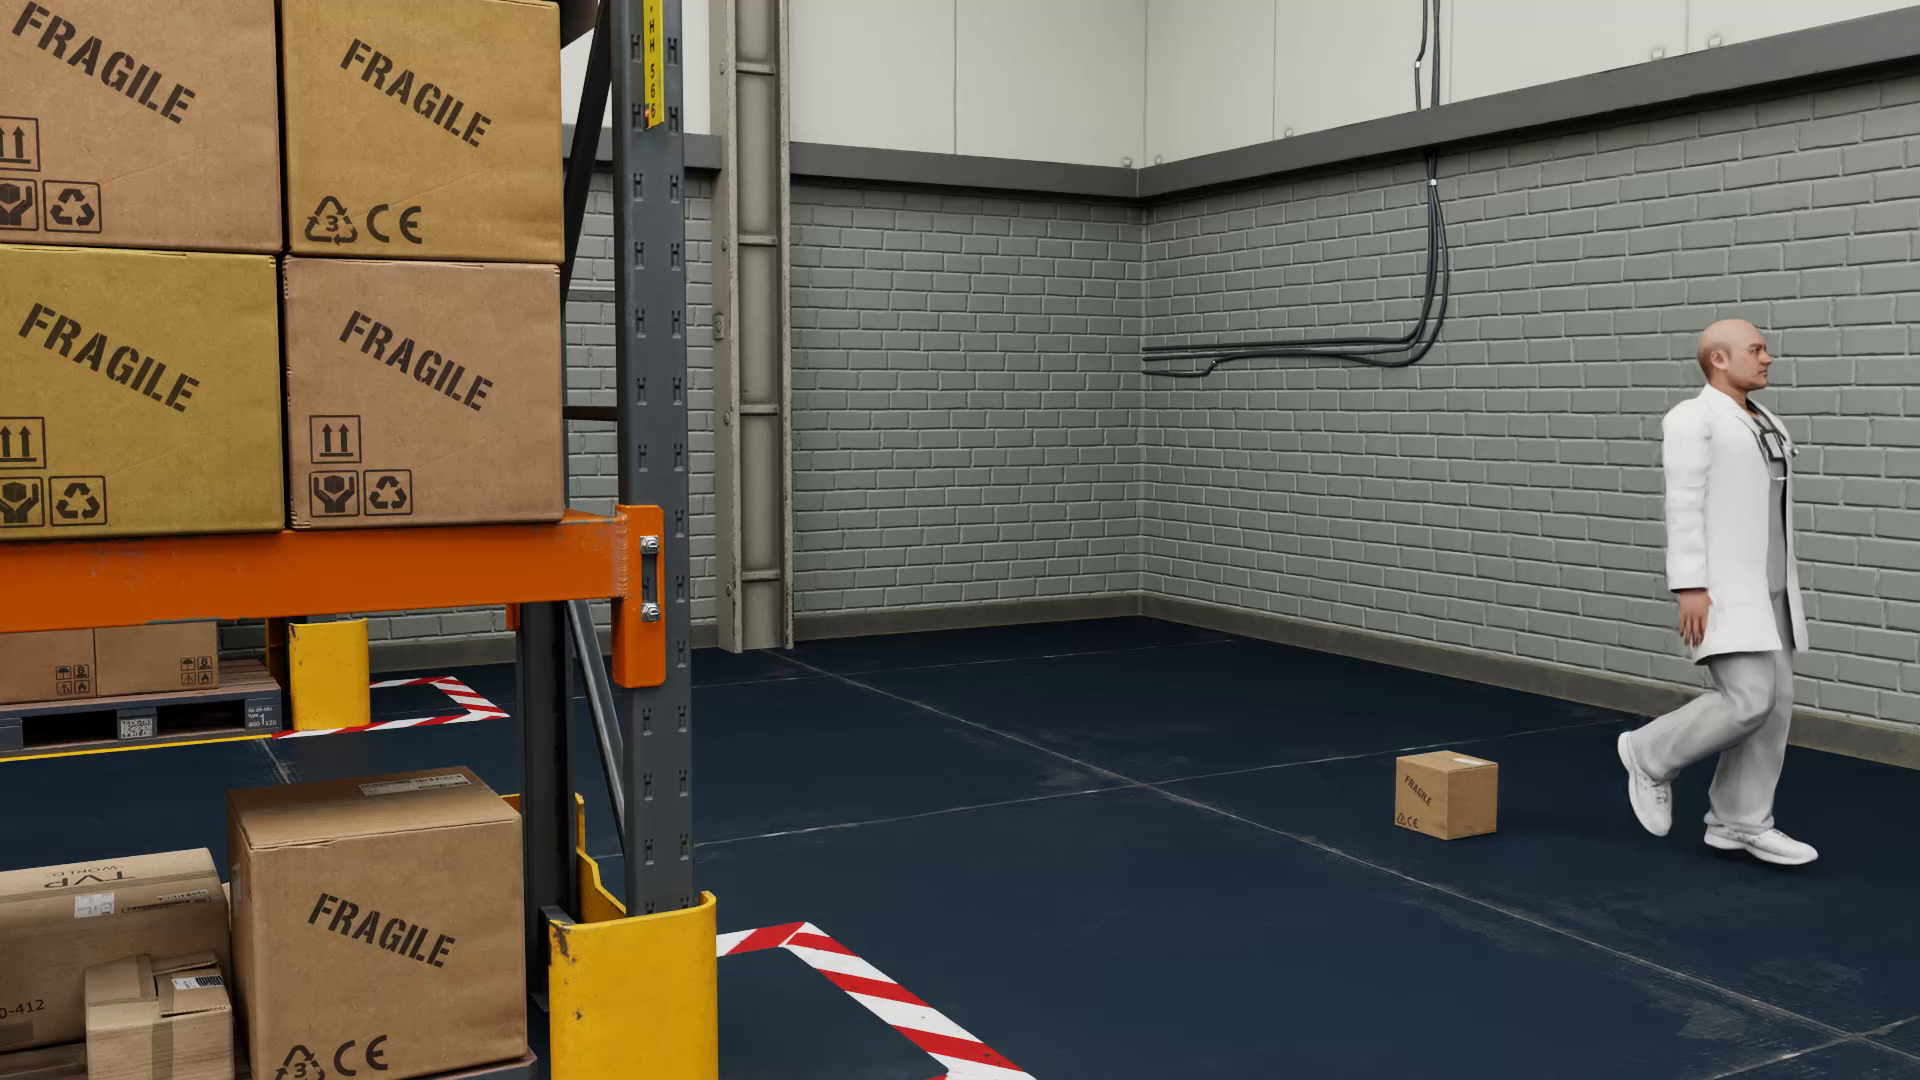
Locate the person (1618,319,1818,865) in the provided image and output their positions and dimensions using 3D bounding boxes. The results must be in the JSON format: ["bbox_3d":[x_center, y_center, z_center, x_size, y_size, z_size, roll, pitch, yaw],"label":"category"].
[{"bbox_3d":[2.532,0.160,5.503,0.600,1.770,0.624,-3,6,-34],"label":"person"}]
